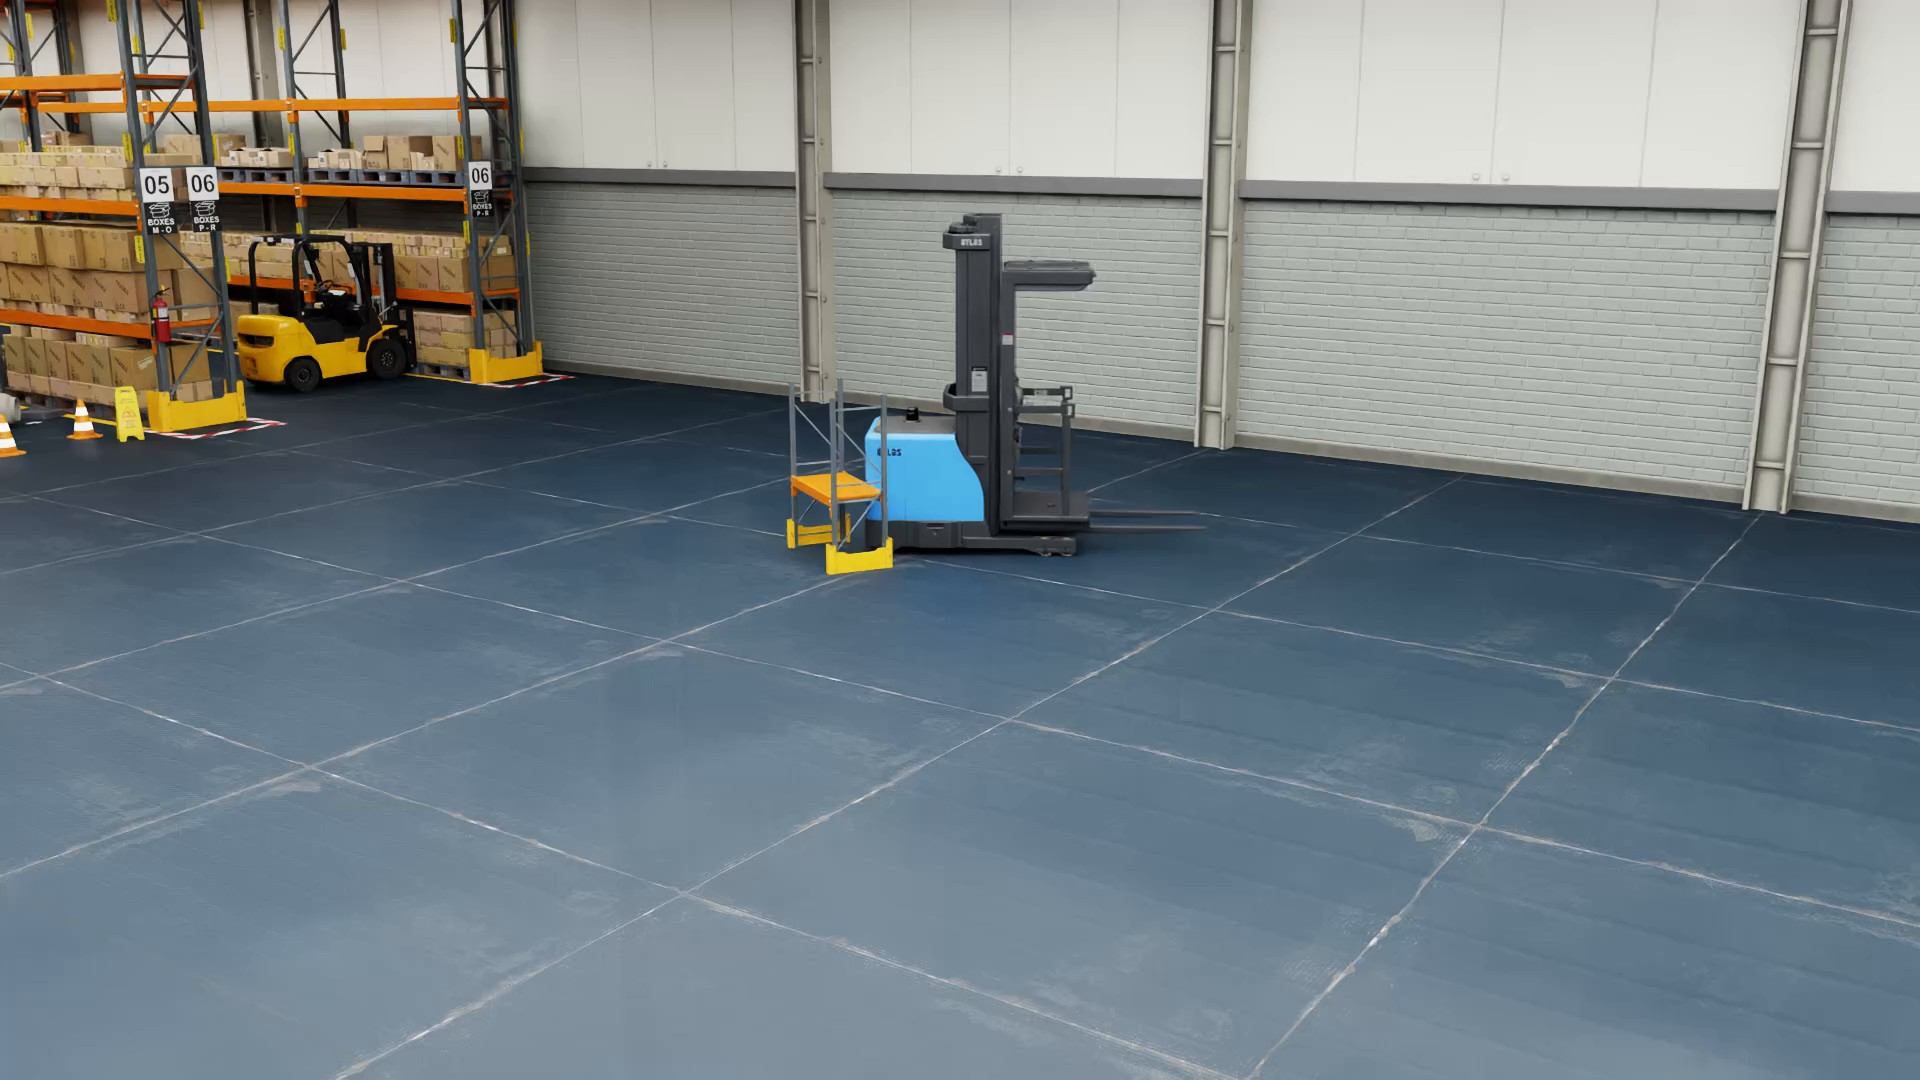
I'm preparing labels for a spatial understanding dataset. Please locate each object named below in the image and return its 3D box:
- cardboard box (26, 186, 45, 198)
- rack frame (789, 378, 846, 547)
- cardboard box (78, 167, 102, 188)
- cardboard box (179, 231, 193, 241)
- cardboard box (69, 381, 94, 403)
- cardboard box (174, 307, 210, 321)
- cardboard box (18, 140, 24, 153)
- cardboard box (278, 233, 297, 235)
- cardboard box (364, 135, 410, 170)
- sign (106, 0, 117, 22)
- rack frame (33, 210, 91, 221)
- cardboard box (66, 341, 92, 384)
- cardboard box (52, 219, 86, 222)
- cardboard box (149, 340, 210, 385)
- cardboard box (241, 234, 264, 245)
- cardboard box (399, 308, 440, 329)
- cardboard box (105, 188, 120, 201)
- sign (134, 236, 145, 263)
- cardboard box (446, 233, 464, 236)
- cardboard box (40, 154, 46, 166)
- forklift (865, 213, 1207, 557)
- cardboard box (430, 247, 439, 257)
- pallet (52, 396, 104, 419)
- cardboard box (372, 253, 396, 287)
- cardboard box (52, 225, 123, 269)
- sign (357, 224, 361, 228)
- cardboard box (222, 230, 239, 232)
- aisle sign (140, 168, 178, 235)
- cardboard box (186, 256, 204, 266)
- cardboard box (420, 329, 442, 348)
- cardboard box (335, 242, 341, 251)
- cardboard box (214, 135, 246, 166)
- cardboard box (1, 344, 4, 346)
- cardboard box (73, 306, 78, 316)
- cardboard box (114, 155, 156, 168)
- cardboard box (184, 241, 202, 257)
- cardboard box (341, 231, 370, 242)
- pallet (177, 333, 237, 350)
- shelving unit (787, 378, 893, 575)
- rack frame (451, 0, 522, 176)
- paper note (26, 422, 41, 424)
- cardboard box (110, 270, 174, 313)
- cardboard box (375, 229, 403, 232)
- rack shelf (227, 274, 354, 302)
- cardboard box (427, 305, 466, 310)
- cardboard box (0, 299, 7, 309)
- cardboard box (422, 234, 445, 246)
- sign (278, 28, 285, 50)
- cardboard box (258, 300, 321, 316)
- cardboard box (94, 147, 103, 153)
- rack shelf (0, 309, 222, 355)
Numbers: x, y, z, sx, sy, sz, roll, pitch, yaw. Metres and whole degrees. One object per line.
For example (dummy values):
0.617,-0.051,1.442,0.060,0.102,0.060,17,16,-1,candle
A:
-11.804,-4.506,21.490,0.250,0.149,0.380,9,16,32,cardboard box
-1.278,-0.690,14.916,0.500,1.500,0.032,-6,15,-24,rack frame
-10.611,-4.529,20.756,0.500,0.250,0.500,9,16,32,cardboard box
-13.176,-5.206,28.480,0.250,0.149,0.380,10,17,34,cardboard box
-11.311,-1.980,21.856,0.500,0.250,0.500,8,16,31,cardboard box
-9.793,-2.881,21.170,0.250,0.149,0.380,9,17,33,cardboard box
-17.370,-7.306,30.931,0.500,0.250,0.500,9,17,33,cardboard box
-11.167,-5.045,27.830,0.250,0.149,0.380,9,17,33,cardboard box
-8.621,-5.919,25.381,0.637,0.503,0.797,10,17,35,cardboard box
-9.954,-6.251,19.501,0.005,0.325,0.100,9,17,33,sign
-16.817,-5.516,31.290,0.127,3.000,1.000,9,17,33,rack frame
-11.287,-2.343,21.762,0.500,0.500,0.500,9,16,32,cardboard box
-16.541,-5.659,30.785,0.500,0.500,0.700,10,17,34,cardboard box
-10.162,-2.316,21.651,0.500,0.500,0.500,9,16,31,cardboard box
-11.663,-4.974,27.541,0.250,0.149,0.380,9,17,33,cardboard box
-8.267,-3.394,25.484,0.500,0.250,0.500,9,17,34,cardboard box
-10.304,-4.269,20.535,0.250,0.149,0.380,9,17,33,cardboard box
-9.954,-3.524,20.176,0.005,0.325,0.100,9,17,33,sign
-7.642,-4.613,25.464,0.250,0.149,0.380,9,17,33,cardboard box
-11.531,-4.875,21.321,0.250,0.149,0.380,10,17,34,cardboard box
0.688,-1.406,14.830,3.031,2.935,1.130,1,14,3,forklift
-7.714,-4.336,24.966,0.250,0.149,0.380,10,17,34,cardboard box
-11.353,-1.853,22.295,1.213,0.211,1.003,9,17,33,pallet
-8.689,-4.174,25.662,0.500,0.500,0.500,9,17,33,cardboard box
-11.069,-3.737,21.196,0.500,0.500,0.700,9,16,32,cardboard box
-9.871,-5.013,27.290,0.005,0.325,0.100,9,17,33,sign
-12.655,-5.280,28.779,0.250,0.149,0.380,9,17,33,cardboard box
-9.738,-4.112,20.210,0.004,0.787,0.394,9,17,33,aisle sign
-12.852,-4.730,28.427,0.500,0.250,0.500,9,16,32,cardboard box
-7.848,-3.091,25.301,0.500,0.250,0.500,9,17,32,cardboard box
-9.614,-4.647,26.224,0.250,0.149,0.380,9,17,33,cardboard box
-12.189,-6.454,27.548,0.500,0.500,0.500,10,17,34,cardboard box
-14.559,-2.640,24.266,0.625,0.372,0.950,10,17,35,cardboard box
-11.314,-3.011,21.693,0.250,0.149,0.380,9,17,33,cardboard box
-10.073,-4.624,20.308,0.250,0.149,0.380,9,17,33,cardboard box
-12.852,-4.974,28.372,0.500,0.250,0.500,10,17,35,cardboard box
-9.440,-4.744,25.997,0.250,0.149,0.380,10,17,34,cardboard box
-12.837,-3.508,28.981,1.213,0.211,1.003,9,17,33,pallet
-1.067,-0.581,14.477,0.587,1.500,1.083,-6,15,-24,shelving unit
-6.860,-6.819,24.068,0.127,3.000,1.000,9,17,33,rack frame
-11.846,-1.505,21.267,0.148,0.019,0.142,3,14,14,paper note
-10.231,-3.127,20.813,0.500,0.500,0.500,9,16,32,cardboard box
-9.091,-4.872,26.514,0.250,0.149,0.380,9,16,32,cardboard box
-11.839,-4.362,28.126,4.000,0.370,1.077,9,17,33,rack shelf
-7.979,-3.499,25.909,0.500,0.250,0.500,9,17,32,cardboard box
-12.864,-3.225,22.557,0.250,0.149,0.380,9,17,33,cardboard box
-7.894,-4.525,25.111,0.250,0.149,0.380,9,17,33,cardboard box
-10.472,-7.737,25.670,0.005,0.325,0.100,9,17,33,sign
-11.258,-3.668,27.891,0.625,0.625,0.875,9,17,32,cardboard box
-15.025,-6.862,29.348,0.250,0.149,0.380,9,17,33,cardboard box
-11.287,-2.835,21.959,4.000,0.370,1.077,9,17,33,rack shelf
